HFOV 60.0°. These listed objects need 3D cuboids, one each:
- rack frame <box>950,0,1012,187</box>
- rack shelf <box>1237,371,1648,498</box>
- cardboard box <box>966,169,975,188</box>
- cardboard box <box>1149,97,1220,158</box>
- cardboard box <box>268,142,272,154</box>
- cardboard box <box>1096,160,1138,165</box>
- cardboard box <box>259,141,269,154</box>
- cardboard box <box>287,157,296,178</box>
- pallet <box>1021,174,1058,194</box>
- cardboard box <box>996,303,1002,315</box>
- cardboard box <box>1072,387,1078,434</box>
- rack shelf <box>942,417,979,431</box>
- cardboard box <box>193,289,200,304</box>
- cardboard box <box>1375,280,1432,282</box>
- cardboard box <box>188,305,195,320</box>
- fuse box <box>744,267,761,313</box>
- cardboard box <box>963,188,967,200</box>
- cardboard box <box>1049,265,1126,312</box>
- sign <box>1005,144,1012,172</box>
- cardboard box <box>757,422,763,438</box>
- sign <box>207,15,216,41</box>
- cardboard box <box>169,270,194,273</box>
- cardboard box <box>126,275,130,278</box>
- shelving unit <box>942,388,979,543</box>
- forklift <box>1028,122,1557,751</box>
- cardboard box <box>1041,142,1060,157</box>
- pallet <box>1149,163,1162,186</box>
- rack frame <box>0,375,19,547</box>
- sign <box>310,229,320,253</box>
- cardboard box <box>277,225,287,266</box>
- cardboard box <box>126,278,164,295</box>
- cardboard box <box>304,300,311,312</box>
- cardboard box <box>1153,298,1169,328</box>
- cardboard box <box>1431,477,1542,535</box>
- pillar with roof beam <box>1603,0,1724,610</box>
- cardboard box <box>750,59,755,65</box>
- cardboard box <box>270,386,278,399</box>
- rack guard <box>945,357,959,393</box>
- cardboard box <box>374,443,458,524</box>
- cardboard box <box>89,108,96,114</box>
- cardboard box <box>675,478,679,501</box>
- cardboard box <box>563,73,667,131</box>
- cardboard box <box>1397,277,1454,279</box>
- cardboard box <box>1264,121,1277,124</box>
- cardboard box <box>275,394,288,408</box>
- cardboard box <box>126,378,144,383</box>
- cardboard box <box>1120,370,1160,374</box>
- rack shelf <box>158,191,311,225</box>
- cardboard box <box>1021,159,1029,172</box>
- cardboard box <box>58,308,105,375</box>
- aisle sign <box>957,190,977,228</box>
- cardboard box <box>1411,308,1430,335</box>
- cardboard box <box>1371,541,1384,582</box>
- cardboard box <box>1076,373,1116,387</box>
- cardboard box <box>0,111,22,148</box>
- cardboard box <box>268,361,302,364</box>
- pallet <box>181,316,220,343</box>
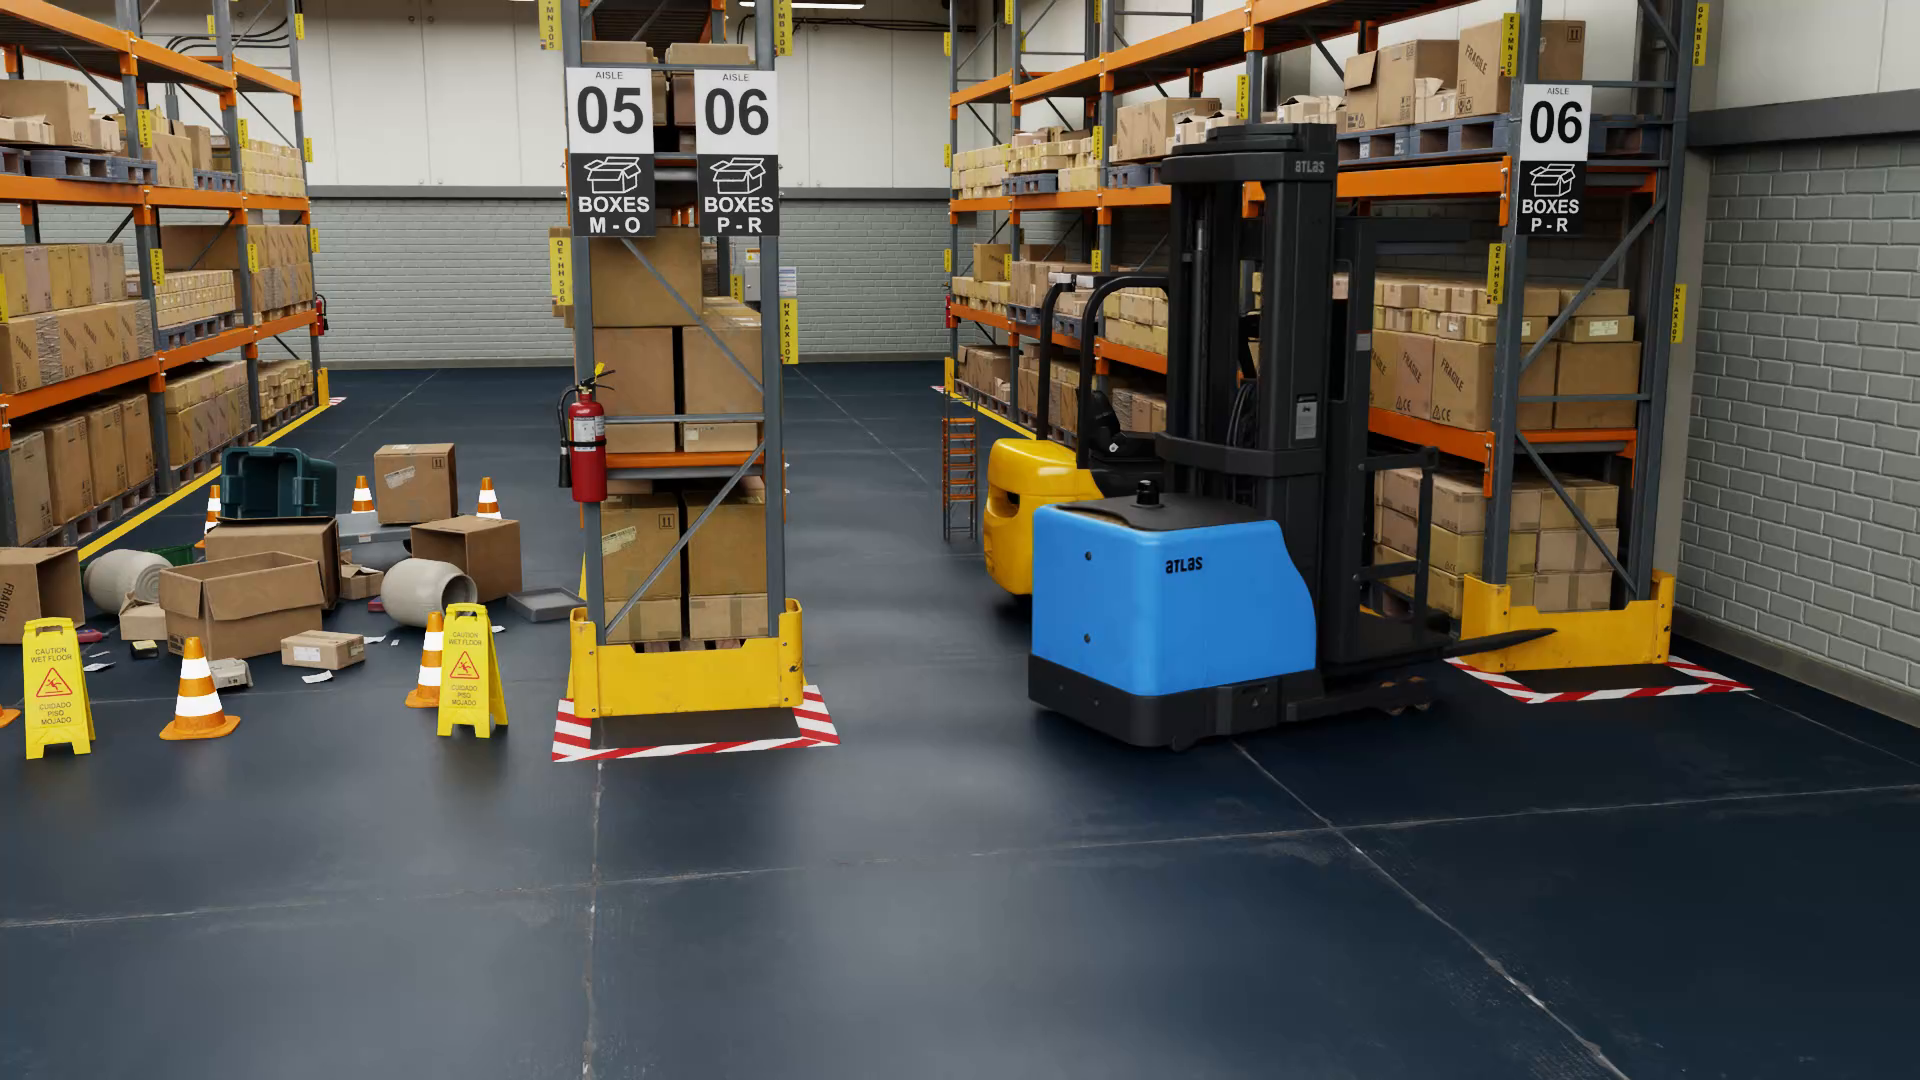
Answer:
[{"bbox_3d":[0.356,-6.668,24.164,1.000,3.000,0.127,-2,11,-11],"label":"rack frame"},{"bbox_3d":[3.078,-0.800,11.302,1.077,0.370,4.000,-2,11,-11],"label":"rack shelf"},{"bbox_3d":[0.380,-4.989,22.969,0.500,0.250,0.500,-2,11,-13],"label":"cardboard box"},{"bbox_3d":[2.011,-3.704,14.952,0.500,0.500,0.500,-2,11,-10],"label":"cardboard box"},{"bbox_3d":[-8.662,-4.802,20.377,0.380,0.149,0.250,-2,11,-13],"label":"cardboard box"},{"bbox_3d":[1.606,-3.906,17.008,0.380,0.149,0.250,-2,11,-10],"label":"cardboard box"},{"bbox_3d":[-8.598,-4.754,20.127,0.380,0.149,0.250,-2,11,-8],"label":"cardboard box"},{"bbox_3d":[-8.909,-4.818,21.529,0.500,0.250,0.500,-2,11,-13],"label":"cardboard box"},{"bbox_3d":[1.396,-4.056,18.967,1.213,0.211,1.003,-2,11,-11],"label":"pallet"},{"bbox_3d":[0.678,-3.007,21.645,0.380,0.149,0.250,-2,11,-10],"label":"cardboard box"},{"bbox_3d":[1.531,-1.394,18.061,0.500,0.500,0.500,-2,11,-12],"label":"cardboard box"},{"bbox_3d":[0.003,-0.897,13.011,0.258,0.103,0.180,-2,11,-11],"label":"rack shelf"},{"bbox_3d":[-7.998,-2.485,16.981,0.380,0.149,0.250,-2,11,-9],"label":"cardboard box"},{"bbox_3d":[2.887,-1.640,10.991,0.380,0.149,0.250,-2,11,-10],"label":"cardboard box"},{"bbox_3d":[-7.941,-2.290,16.752,0.380,0.149,0.250,-2,11,-10],"label":"cardboard box"},{"bbox_3d":[-3.543,-3.990,29.583,0.539,1.711,0.414,-2,11,-11],"label":"fuse box"},{"bbox_3d":[0.247,-4.860,23.358,0.380,0.149,0.250,-2,11,-10],"label":"cardboard box"},{"bbox_3d":[1.413,-2.804,18.505,0.797,0.503,0.637,-2,11,-12],"label":"cardboard box"},{"bbox_3d":[0.603,-4.694,20.430,0.100,0.325,0.005,-2,11,-11],"label":"sign"},{"bbox_3d":[-1.299,-0.649,9.257,0.380,0.149,0.250,-2,11,-13],"label":"cardboard box"},{"bbox_3d":[-9.881,-6.767,21.970,0.100,0.325,0.005,-2,11,-11],"label":"sign"},{"bbox_3d":[-8.942,-2.881,19.250,0.500,0.500,0.500,-2,11,-11],"label":"cardboard box"},{"bbox_3d":[-8.637,-2.608,16.831,0.380,0.149,0.250,-2,11,-9],"label":"cardboard box"},{"bbox_3d":[0.003,-0.587,13.070,0.258,1.200,0.189,-2,11,-11],"label":"shelving unit"},{"bbox_3d":[1.882,-0.625,8.642,3.031,2.935,1.130,-6,12,-30],"label":"forklift"},{"bbox_3d":[1.119,-4.388,18.693,0.380,0.149,0.250,-2,11,-11],"label":"cardboard box"},{"bbox_3d":[2.352,-3.308,15.039,1.003,0.211,1.213,-2,11,-8],"label":"pallet"},{"bbox_3d":[-7.015,-1.141,11.166,1.000,3.000,0.127,-2,11,-11],"label":"rack frame"},{"bbox_3d":[-8.800,-4.082,22.679,0.100,0.325,0.005,-2,11,-11],"label":"sign"},{"bbox_3d":[-8.701,-3.668,20.709,0.500,0.500,0.500,-3,11,-13],"label":"cardboard box"},{"bbox_3d":[-7.747,-2.390,15.690,0.380,0.149,0.250,-2,11,-13],"label":"cardboard box"},{"bbox_3d":[-9.008,-3.168,22.493,0.380,0.149,0.250,-2,11,-11],"label":"cardboard box"},{"bbox_3d":[2.063,-2.054,15.031,0.500,0.250,0.500,-2,11,-10],"label":"cardboard box"},{"bbox_3d":[3.072,-0.206,9.816,0.500,0.250,0.500,-2,11,-9],"label":"cardboard box"},{"bbox_3d":[-0.007,-3.738,8.767,9.100,9.000,0.400,-2,11,-11],"label":"pillar with roof beam"},{"bbox_3d":[-1.298,-2.562,9.154,0.380,0.149,0.250,-2,11,-11],"label":"cardboard box"},{"bbox_3d":[-8.627,-1.825,20.470,0.380,0.149,0.250,-2,11,-8],"label":"cardboard box"},{"bbox_3d":[0.370,-2.479,24.885,1.175,0.500,0.348,-2,11,-11],"label":"rack guard"},{"bbox_3d":[-3.919,-0.413,12.003,0.500,0.500,0.500,-2,11,-11],"label":"cardboard box"},{"bbox_3d":[-8.240,-3.931,15.491,0.396,0.266,0.258,-2,11,-11],"label":"cardboard box"},{"bbox_3d":[-1.599,-0.277,10.857,0.500,0.500,0.500,-2,11,-8],"label":"cardboard box"},{"bbox_3d":[-1.765,-2.235,8.502,0.500,0.250,0.500,-2,11,-12],"label":"cardboard box"},{"bbox_3d":[3.265,-1.751,11.574,0.380,0.149,0.250,-2,11,-12],"label":"cardboard box"},{"bbox_3d":[2.479,-3.032,12.365,0.380,0.149,0.250,-2,11,-10],"label":"cardboard box"},{"bbox_3d":[-8.618,-1.729,20.757,0.380,0.149,0.250,-2,11,-13],"label":"cardboard box"},{"bbox_3d":[-8.292,-1.429,16.239,0.500,0.250,0.500,-2,11,-10],"label":"cardboard box"},{"bbox_3d":[2.002,-1.803,18.477,0.380,0.149,0.250,-3,11,-14],"label":"cardboard box"},{"bbox_3d":[-8.960,-4.095,20.589,1.077,0.370,4.000,-2,11,-11],"label":"rack shelf"},{"bbox_3d":[0.929,-4.383,19.459,0.380,0.149,0.250,-2,11,-10],"label":"cardboard box"},{"bbox_3d":[-7.145,-1.573,13.173,0.500,0.500,0.500,-2,11,-10],"label":"cardboard box"},{"bbox_3d":[0.054,-5.000,24.491,0.394,0.787,0.004,-2,11,-11],"label":"aisle sign"},{"bbox_3d":[3.019,-1.349,10.261,0.380,0.149,0.250,-2,11,-11],"label":"cardboard box"},{"bbox_3d":[2.890,0.100,10.882,0.500,0.250,0.500,-2,11,-10],"label":"cardboard box"},{"bbox_3d":[1.476,-1.731,18.096,0.380,0.149,0.250,-2,11,-13],"label":"cardboard box"},{"bbox_3d":[-7.670,-3.233,12.983,0.500,0.311,0.500,-2,11,-12],"label":"cardboard box"},{"bbox_3d":[-9.004,-2.303,22.186,0.380,0.149,0.250,-2,11,-10],"label":"cardboard box"},{"bbox_3d":[-8.218,-2.141,16.938,1.003,0.211,1.213,-2,11,-11],"label":"pallet"}]
